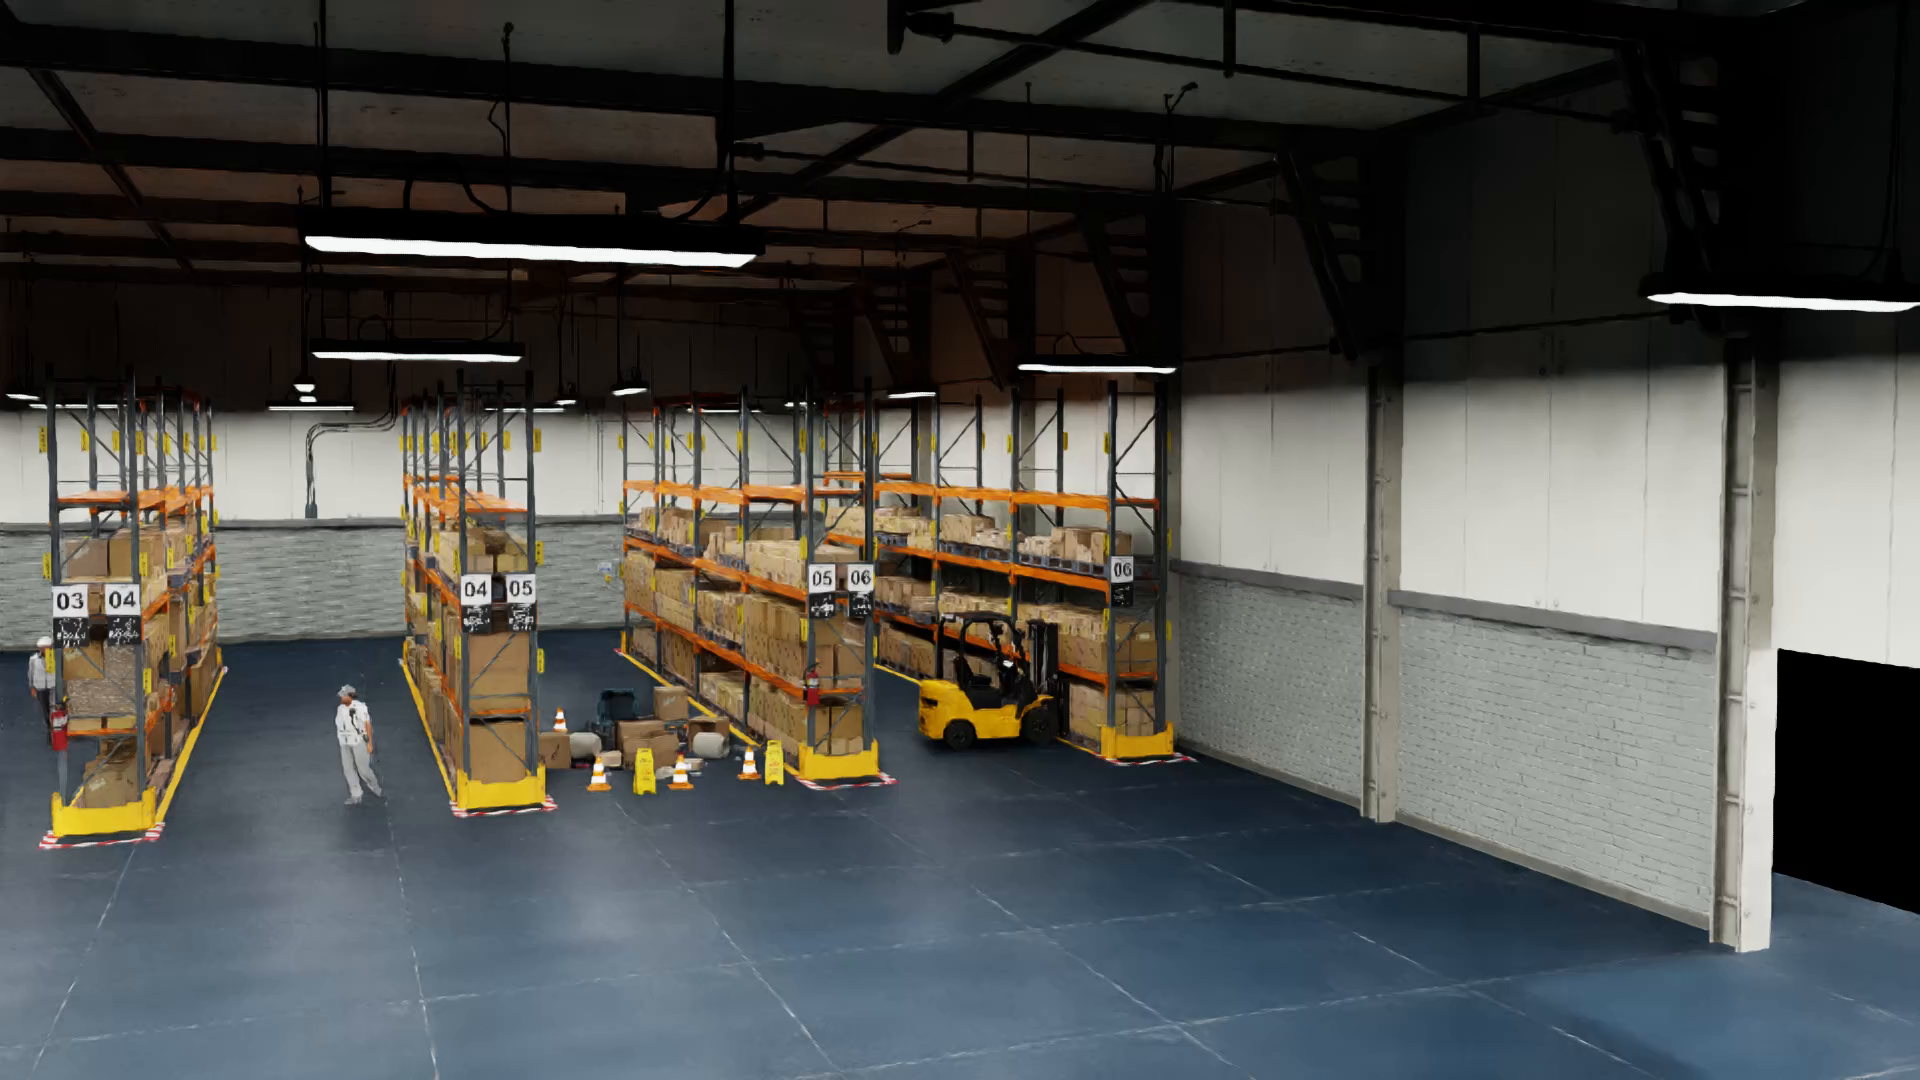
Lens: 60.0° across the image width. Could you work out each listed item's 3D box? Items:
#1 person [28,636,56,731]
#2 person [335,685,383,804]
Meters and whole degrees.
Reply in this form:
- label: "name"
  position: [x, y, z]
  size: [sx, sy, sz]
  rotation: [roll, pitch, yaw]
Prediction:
- label: "person"
  position: [-15.652, 2.477, 28.483]
  size: [0.543, 1.700, 1.115]
  rotation: [-1, 4, -19]
- label: "person"
  position: [-8.384, 2.827, 23.155]
  size: [0.556, 1.653, 0.583]
  rotation: [1, 3, 16]
